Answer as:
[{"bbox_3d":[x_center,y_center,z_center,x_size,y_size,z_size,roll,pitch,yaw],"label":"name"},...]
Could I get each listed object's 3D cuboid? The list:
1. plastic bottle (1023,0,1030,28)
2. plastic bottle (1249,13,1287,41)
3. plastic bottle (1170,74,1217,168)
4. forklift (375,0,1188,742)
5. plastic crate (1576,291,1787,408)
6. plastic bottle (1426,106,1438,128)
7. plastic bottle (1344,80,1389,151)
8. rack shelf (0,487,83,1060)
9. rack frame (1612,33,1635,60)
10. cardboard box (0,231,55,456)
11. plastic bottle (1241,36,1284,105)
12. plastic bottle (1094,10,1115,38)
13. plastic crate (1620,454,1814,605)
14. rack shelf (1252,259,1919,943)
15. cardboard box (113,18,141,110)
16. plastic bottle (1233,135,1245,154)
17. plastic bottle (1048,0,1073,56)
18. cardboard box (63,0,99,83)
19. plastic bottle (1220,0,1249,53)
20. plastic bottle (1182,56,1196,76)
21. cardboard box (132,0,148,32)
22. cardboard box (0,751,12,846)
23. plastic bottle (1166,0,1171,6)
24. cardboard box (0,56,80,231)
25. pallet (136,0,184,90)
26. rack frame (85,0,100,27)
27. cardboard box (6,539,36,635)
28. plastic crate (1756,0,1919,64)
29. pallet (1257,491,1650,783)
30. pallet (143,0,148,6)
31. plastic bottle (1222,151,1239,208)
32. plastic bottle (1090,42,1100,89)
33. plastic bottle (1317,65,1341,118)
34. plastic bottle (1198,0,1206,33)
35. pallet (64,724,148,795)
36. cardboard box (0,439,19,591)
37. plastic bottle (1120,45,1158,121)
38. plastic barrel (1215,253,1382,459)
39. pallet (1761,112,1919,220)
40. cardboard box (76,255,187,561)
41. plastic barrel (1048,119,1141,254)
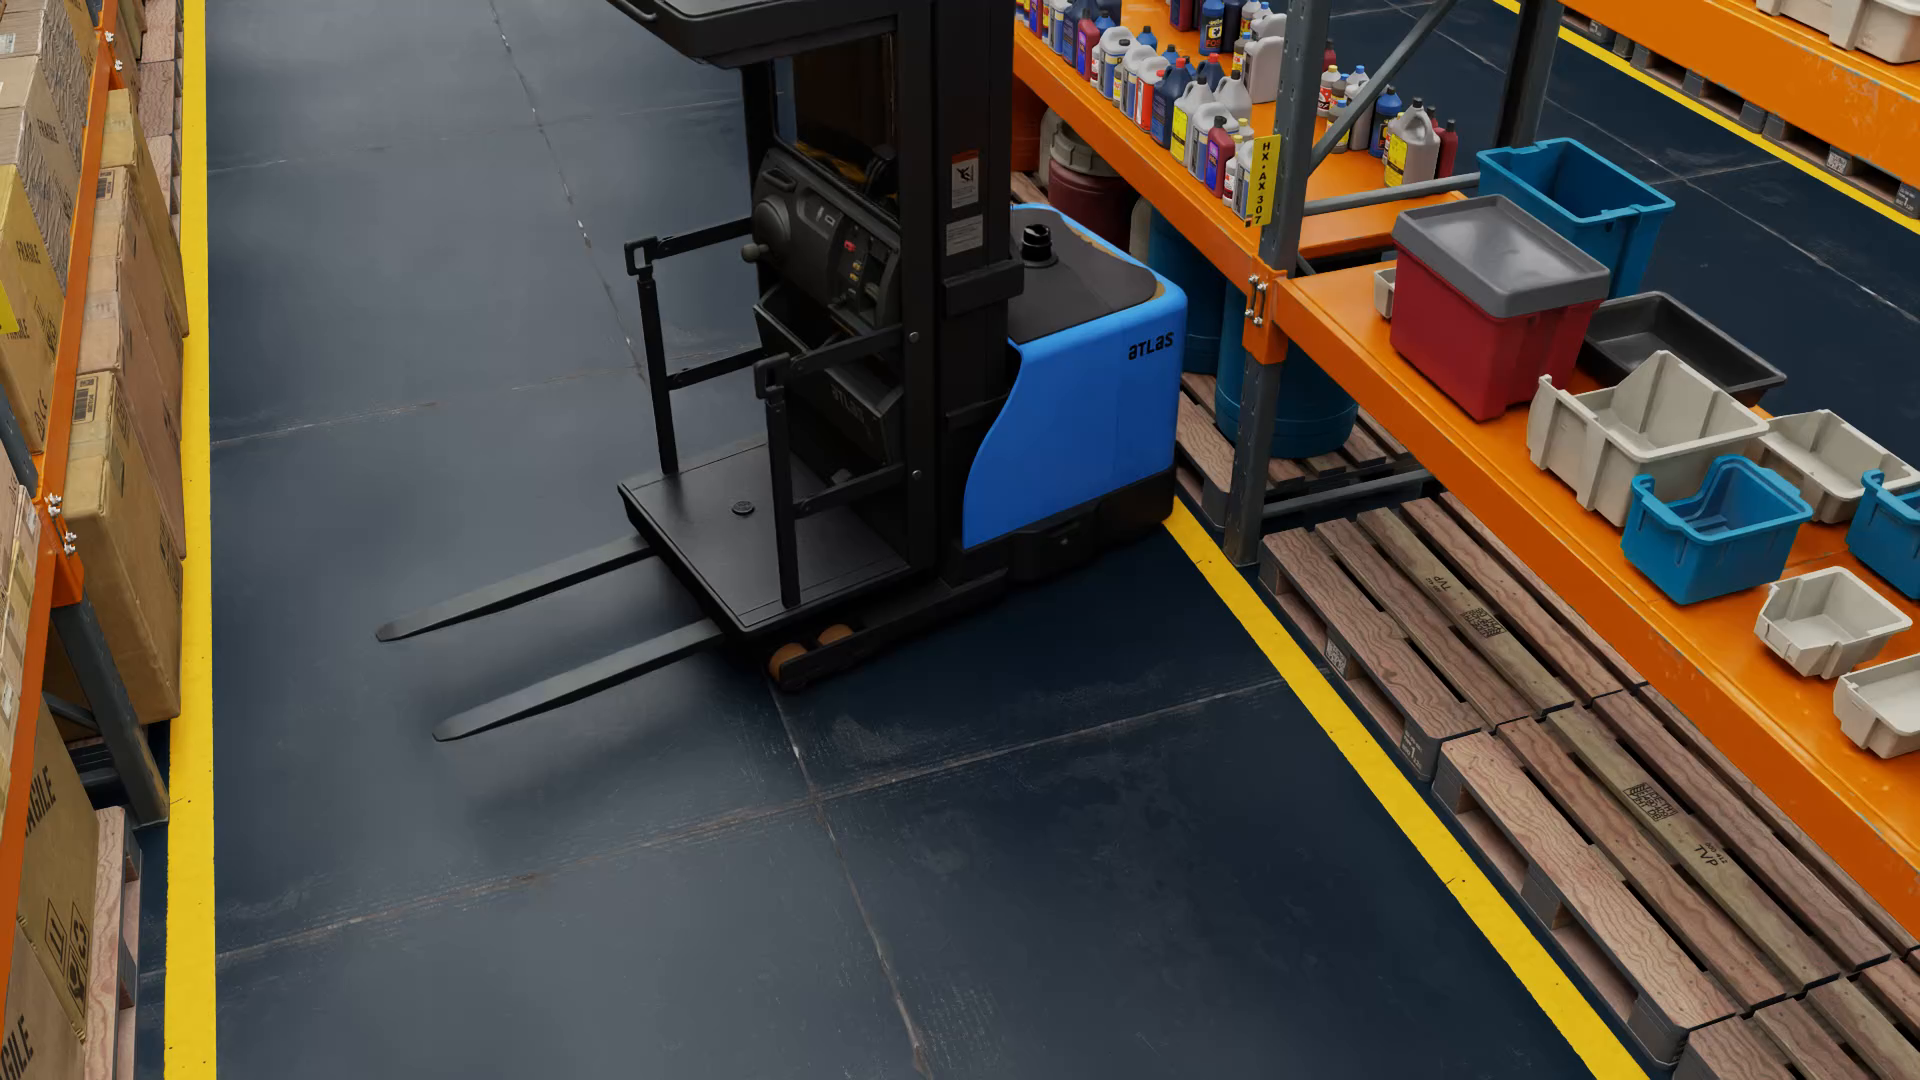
[{"bbox_3d":[0.344,-2.521,7.711,0.097,0.271,0.097,0,37,0],"label":"plastic bottle"},{"bbox_3d":[1.343,-2.162,7.230,0.152,0.276,0.135,-12,39,-16],"label":"plastic bottle"},{"bbox_3d":[0.920,-1.649,6.487,0.144,0.351,0.185,-12,39,-16],"label":"plastic bottle"},{"bbox_3d":[-0.643,-0.993,5.632,3.031,2.935,1.130,-21,42,-26],"label":"forklift"},{"bbox_3d":[2.180,-0.555,5.172,0.437,0.125,0.590,-12,39,-16],"label":"plastic crate"},{"bbox_3d":[1.772,-1.541,6.400,0.061,0.283,0.133,-12,39,-16],"label":"plastic bottle"},{"bbox_3d":[1.616,-1.715,6.636,0.152,0.276,0.135,-12,39,-16],"label":"plastic bottle"},{"bbox_3d":[-2.419,1.225,3.228,1.077,0.370,4.000,-12,39,-16],"label":"rack shelf"},{"bbox_3d":[4.819,-4.500,10.231,1.000,3.000,0.127,-12,39,-16],"label":"rack frame"},{"bbox_3d":[-3.031,-0.543,4.895,0.500,0.500,0.500,-12,39,-16],"label":"cardboard box"},{"bbox_3d":[1.280,-2.000,7.015,0.152,0.276,0.135,-12,39,-16],"label":"plastic bottle"},{"bbox_3d":[0.624,-2.168,7.242,0.097,0.271,0.097,0,37,0],"label":"plastic bottle"},{"bbox_3d":[1.972,-0.022,4.375,0.416,0.233,0.300,-12,39,-16],"label":"plastic crate"},{"bbox_3d":[2.231,0.200,4.589,1.077,0.370,4.000,-12,39,-16],"label":"rack shelf"},{"bbox_3d":[-5.138,-2.633,9.464,0.700,0.500,0.500,-9,38,-12],"label":"cardboard box"},{"bbox_3d":[1.050,-1.441,6.336,0.097,0.201,0.097,0,37,0],"label":"plastic bottle"},{"bbox_3d":[0.489,-2.333,7.457,0.152,0.276,0.135,-12,39,-16],"label":"plastic bottle"},{"bbox_3d":[-4.081,-2.264,7.179,0.500,0.500,0.500,-11,38,-15],"label":"cardboard box"},{"bbox_3d":[1.225,-2.393,7.475,0.144,0.351,0.185,-12,39,-16],"label":"plastic bottle"},{"bbox_3d":[0.915,-1.849,6.819,0.097,0.271,0.097,0,37,0],"label":"plastic bottle"},{"bbox_3d":[-5.669,-3.537,10.665,0.700,0.500,0.500,-15,40,-19],"label":"cardboard box"},{"bbox_3d":[-2.340,0.594,3.677,0.380,0.149,0.250,-12,39,-15],"label":"cardboard box"},{"bbox_3d":[1.043,-2.673,7.971,0.097,0.201,0.097,0,37,0],"label":"plastic bottle"},{"bbox_3d":[-3.559,-1.401,6.033,0.500,0.500,0.500,-12,39,-15],"label":"cardboard box"},{"bbox_3d":[-5.591,-3.158,10.767,1.003,0.211,1.213,-12,39,-16],"label":"pallet"},{"bbox_3d":[-4.484,-2.451,7.511,1.000,3.000,0.127,-12,39,-16],"label":"rack frame"},{"bbox_3d":[-2.606,0.159,4.255,0.380,0.149,0.250,-12,39,-15],"label":"cardboard box"},{"bbox_3d":[1.976,-1.166,3.531,0.437,0.136,0.530,-12,39,-16],"label":"plastic crate"},{"bbox_3d":[1.833,0.304,6.171,1.003,0.211,1.213,-12,39,-16],"label":"pallet"},{"bbox_3d":[-6.125,-3.969,11.844,1.003,0.211,1.213,-12,39,-16],"label":"pallet"},{"bbox_3d":[1.038,-1.353,6.219,0.097,0.201,0.097,0,37,0],"label":"plastic bottle"},{"bbox_3d":[0.613,-2.052,7.146,0.097,0.201,0.097,0,37,0],"label":"plastic bottle"},{"bbox_3d":[1.534,-1.866,6.899,0.097,0.201,0.097,0,37,0],"label":"plastic bottle"},{"bbox_3d":[1.152,-2.452,7.609,0.061,0.283,0.133,-12,39,-16],"label":"plastic bottle"},{"bbox_3d":[-3.444,0.502,5.908,1.003,0.211,1.213,-12,39,-16],"label":"pallet"},{"bbox_3d":[-2.709,-0.056,4.208,0.500,0.250,0.500,-13,39,-17],"label":"cardboard box"},{"bbox_3d":[0.758,-1.891,6.870,0.152,0.276,0.135,-12,39,-16],"label":"plastic bottle"},{"bbox_3d":[1.372,-0.858,6.791,0.600,0.901,0.708,-12,39,-16],"label":"plastic barrel"},{"bbox_3d":[5.456,-2.269,9.587,1.003,0.211,1.213,-12,39,-16],"label":"pallet"},{"bbox_3d":[-3.655,-0.373,6.169,1.225,0.875,0.875,-14,39,-18],"label":"cardboard box"},{"bbox_3d":[0.740,-1.771,8.263,0.600,0.588,0.708,-12,39,-16],"label":"plastic barrel"}]
